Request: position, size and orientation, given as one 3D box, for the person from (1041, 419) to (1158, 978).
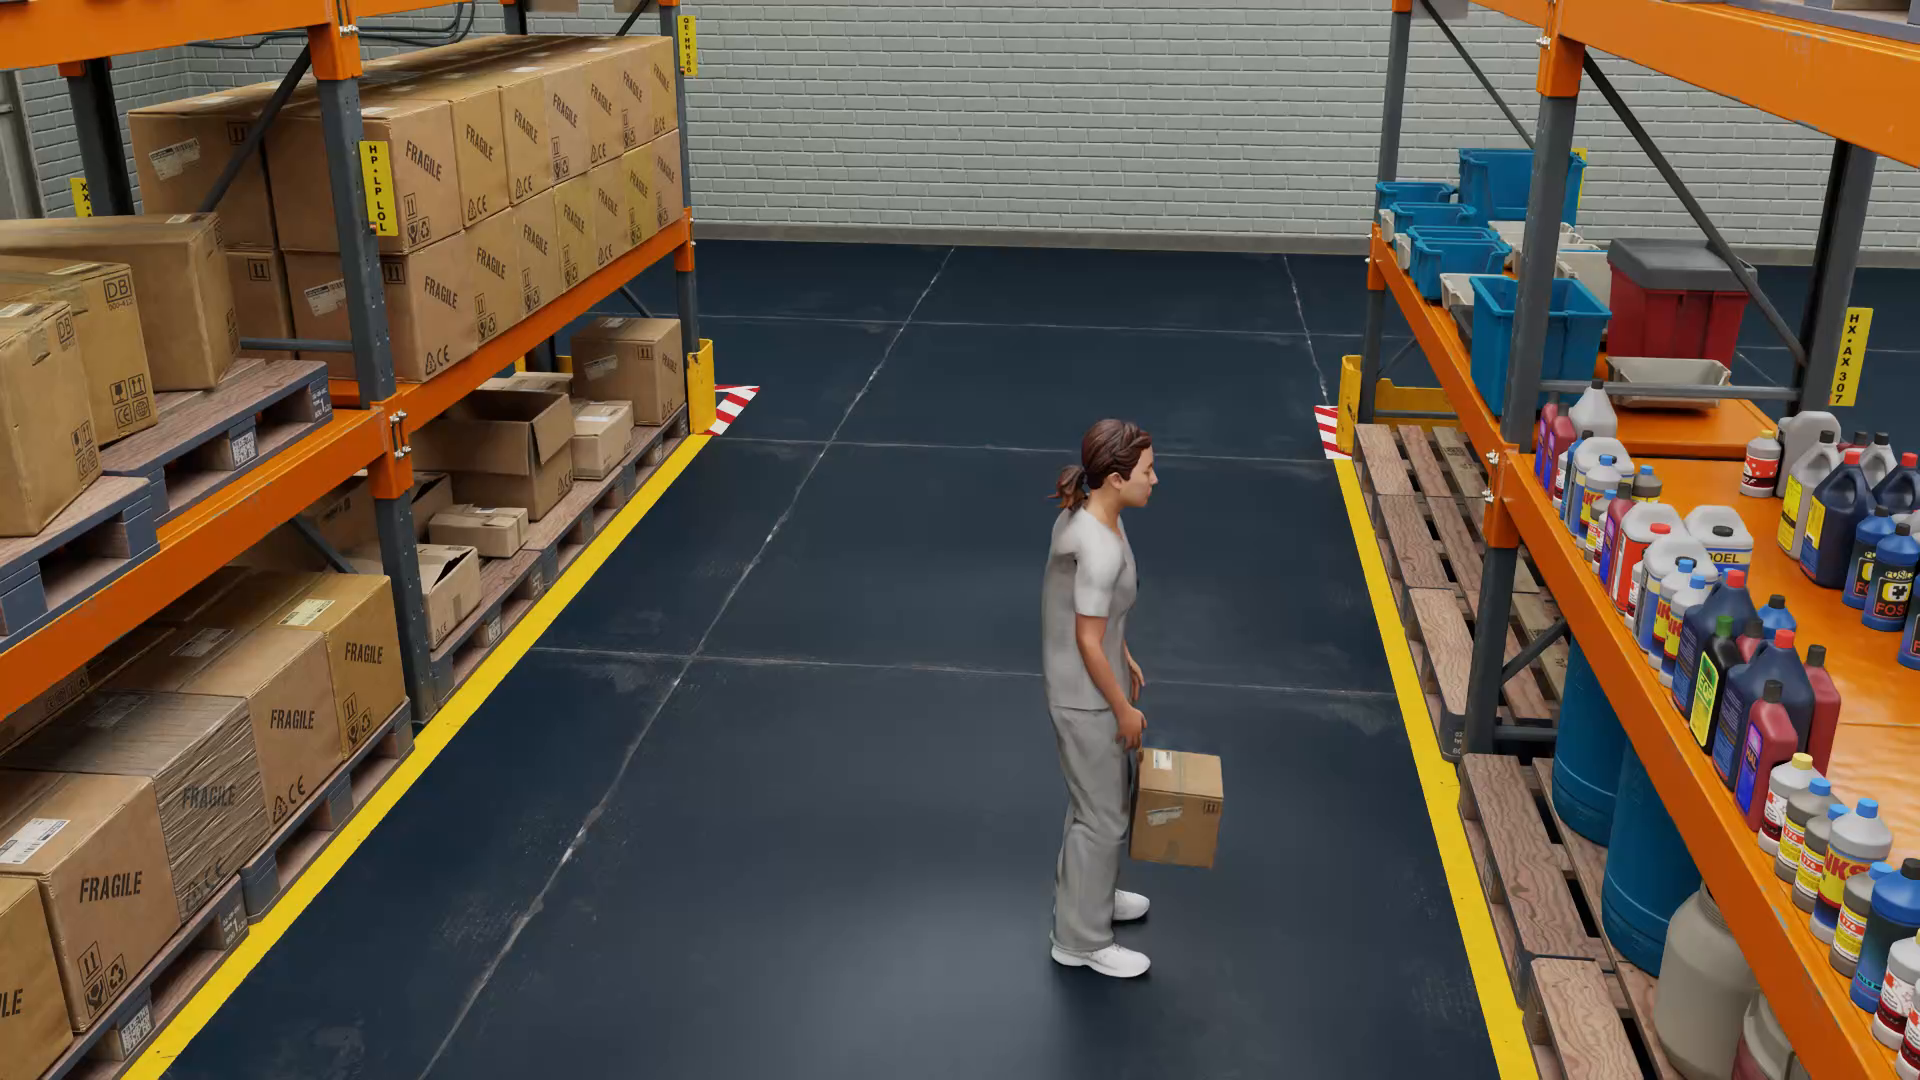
[{"bbox_3d":[0.415,0.452,4.919,0.360,1.675,0.476,2,21,5],"label":"person"}]
